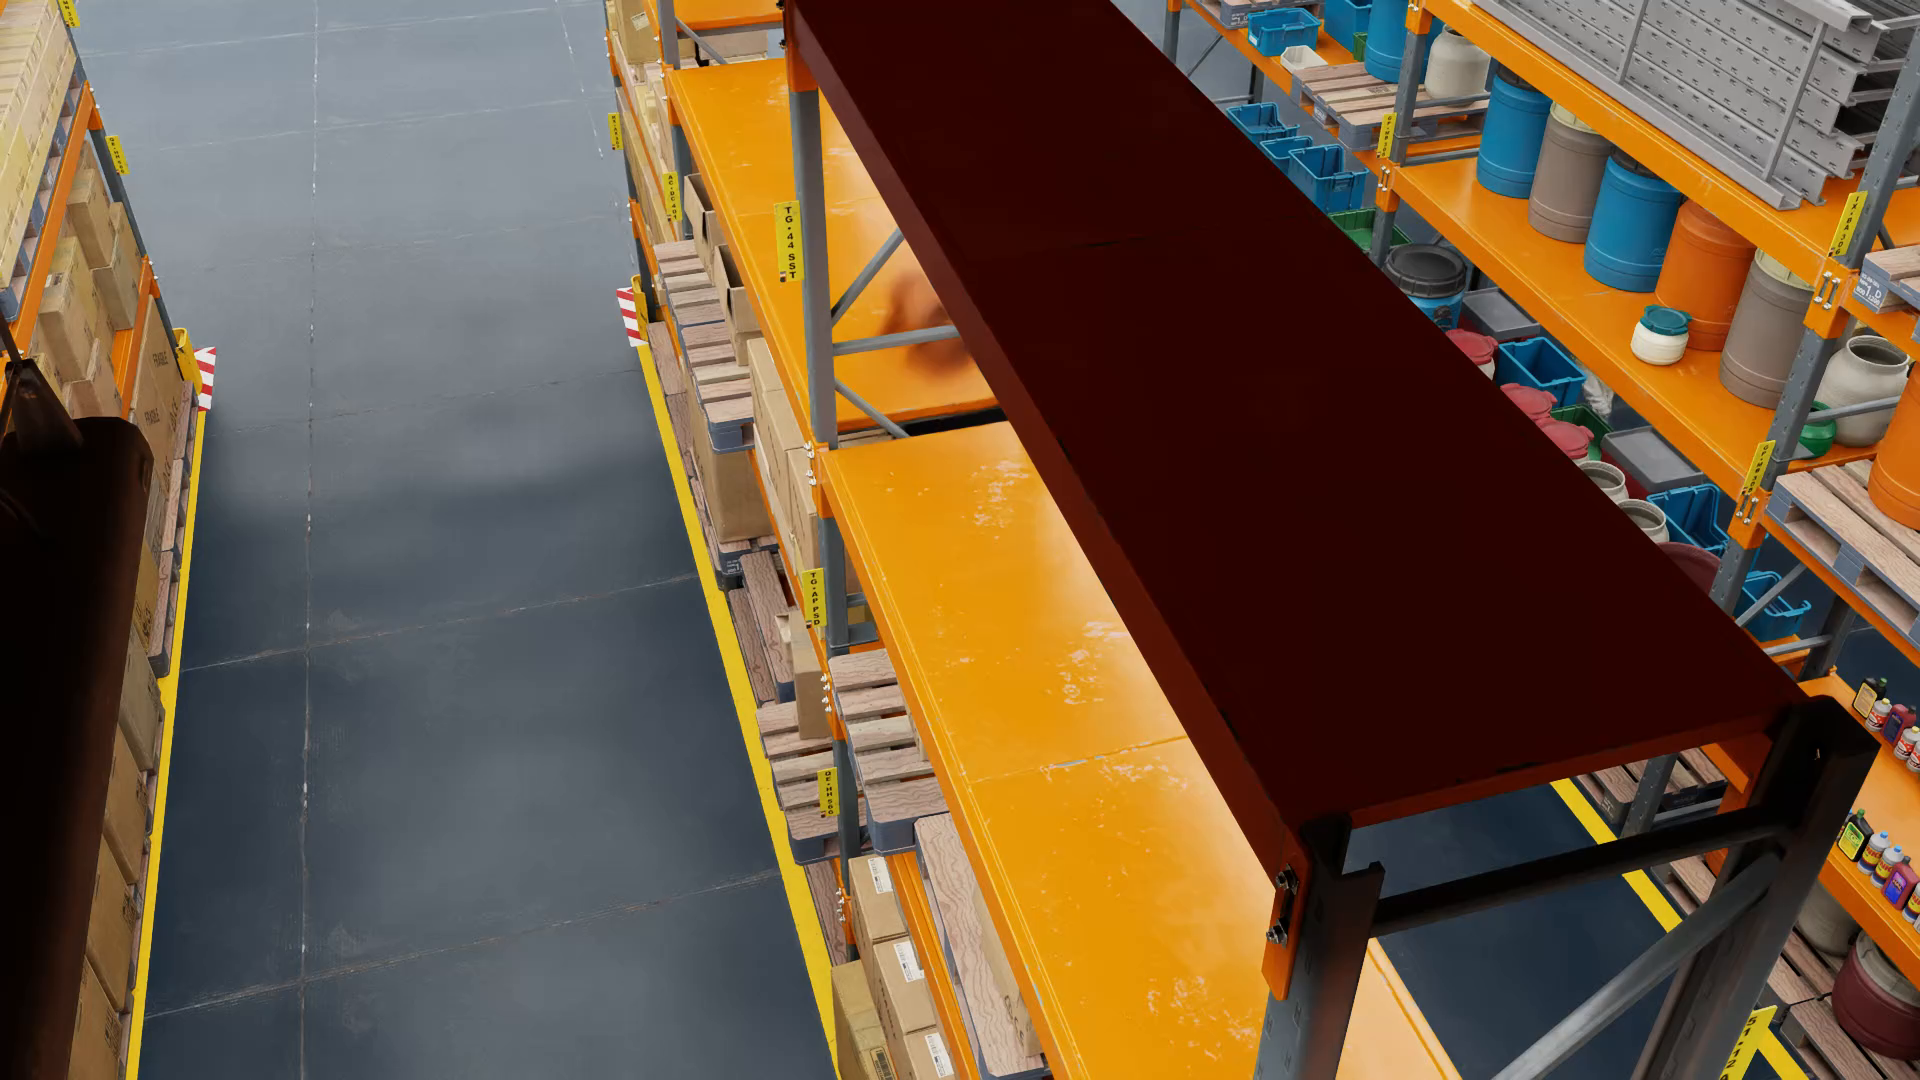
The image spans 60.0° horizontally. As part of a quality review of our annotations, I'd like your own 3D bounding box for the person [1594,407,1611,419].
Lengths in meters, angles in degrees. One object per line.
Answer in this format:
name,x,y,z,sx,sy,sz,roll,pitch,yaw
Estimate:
person,5.334,-1.702,13.564,0.683,1.741,0.585,-14,41,-17
